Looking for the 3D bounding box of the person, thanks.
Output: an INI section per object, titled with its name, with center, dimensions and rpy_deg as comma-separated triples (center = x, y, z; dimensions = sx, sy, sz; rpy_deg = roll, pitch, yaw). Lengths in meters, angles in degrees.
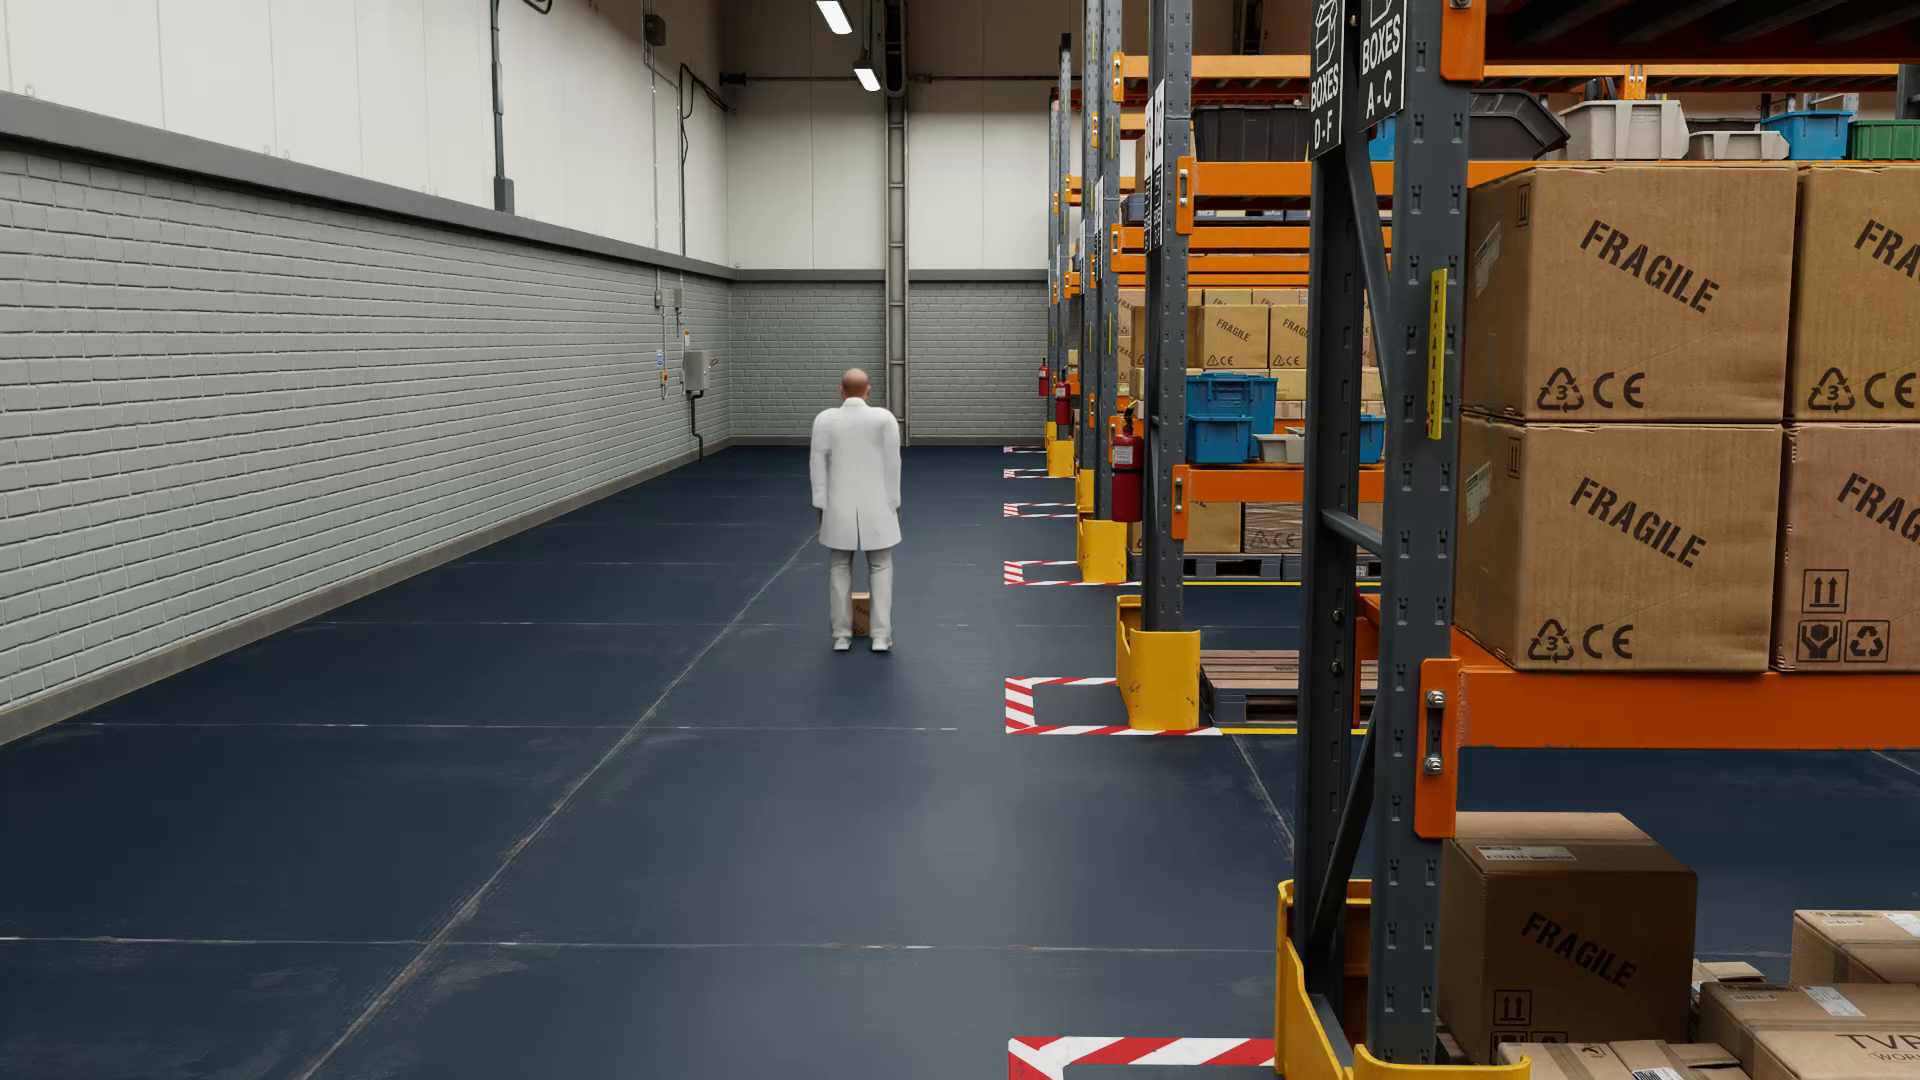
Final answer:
[person]
center = -0.652, -0.188, 10.453
dimensions = 0.572, 1.763, 0.383
rpy_deg = 0, 7, 3
